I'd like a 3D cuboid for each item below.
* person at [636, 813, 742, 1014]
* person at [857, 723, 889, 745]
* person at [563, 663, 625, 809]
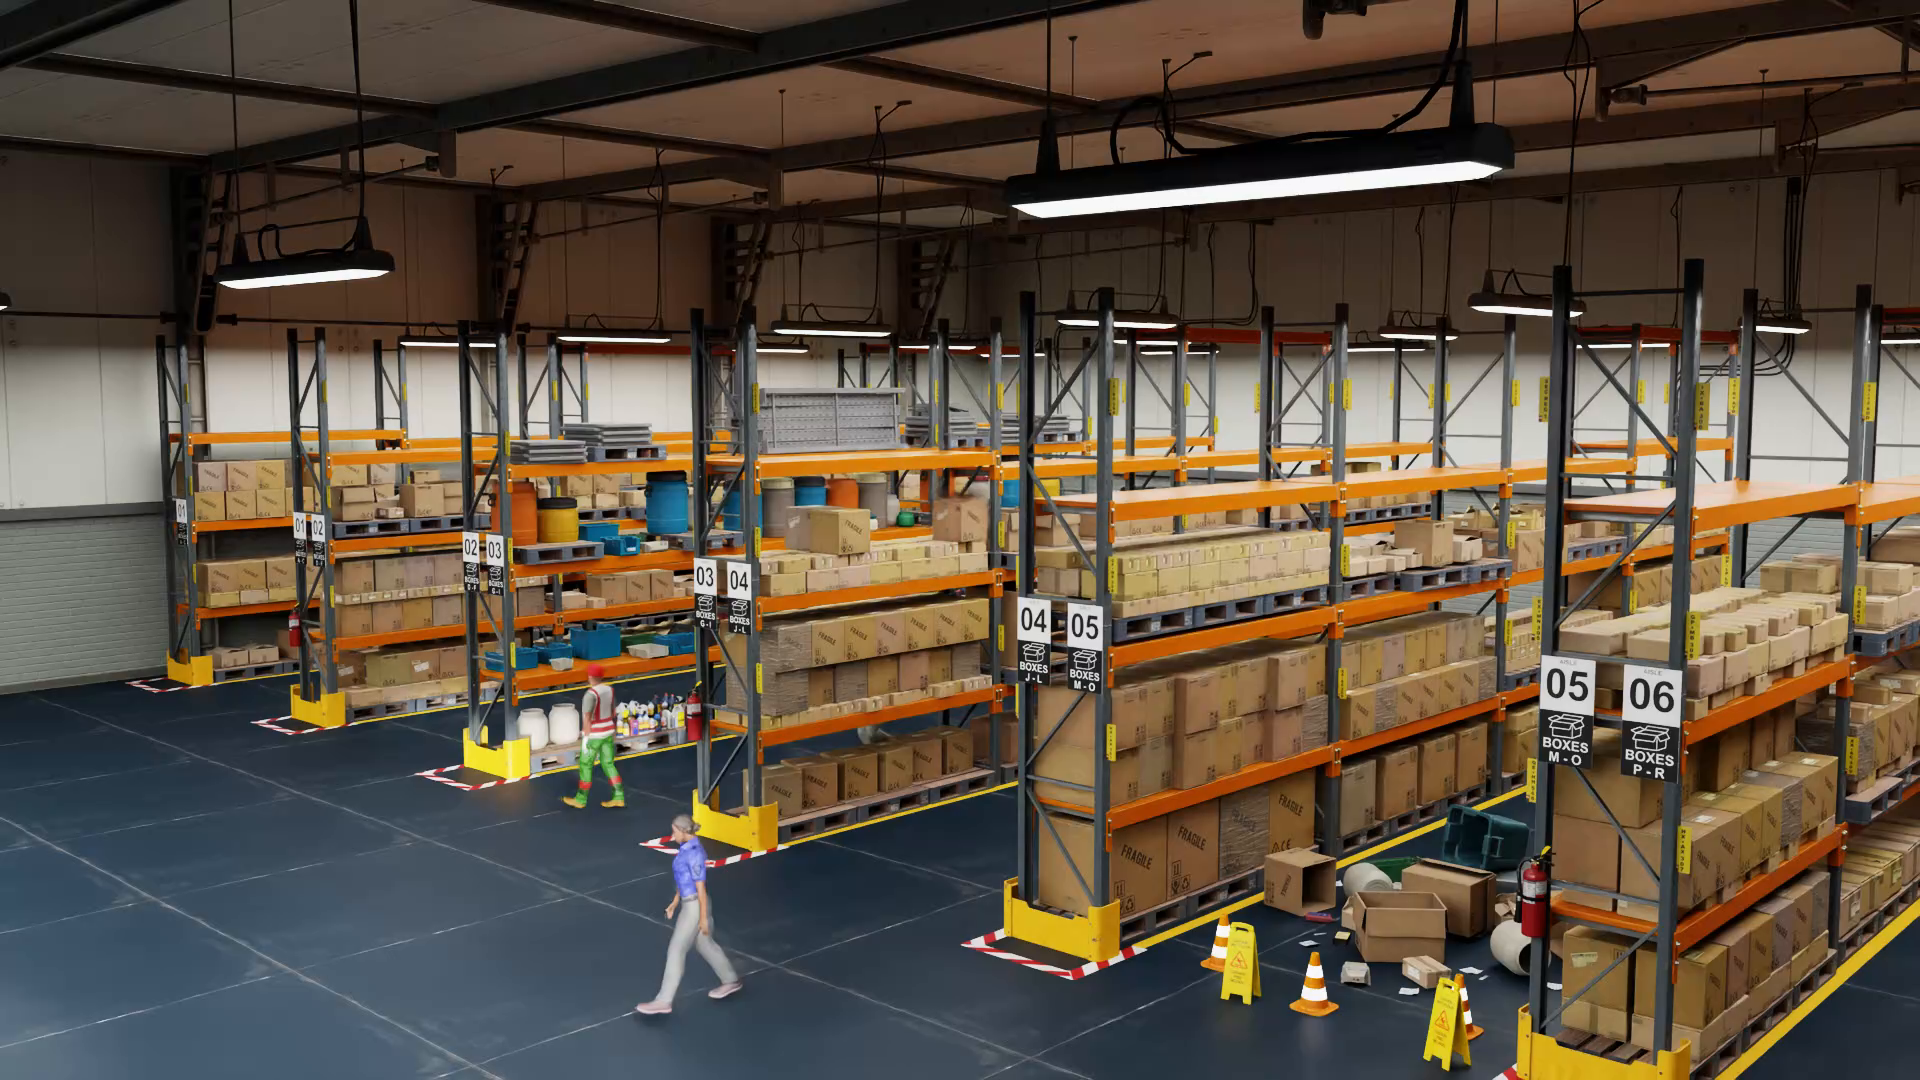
[{"bbox_3d":[-2.255,3.057,13.811,0.895,1.606,0.487,-1,6,-13],"label":"person"},{"bbox_3d":[-1.173,2.255,22.606,0.579,1.621,0.611,5,7,44],"label":"person"},{"bbox_3d":[-4.465,2.392,20.289,0.707,1.788,0.596,3,6,27],"label":"person"}]
